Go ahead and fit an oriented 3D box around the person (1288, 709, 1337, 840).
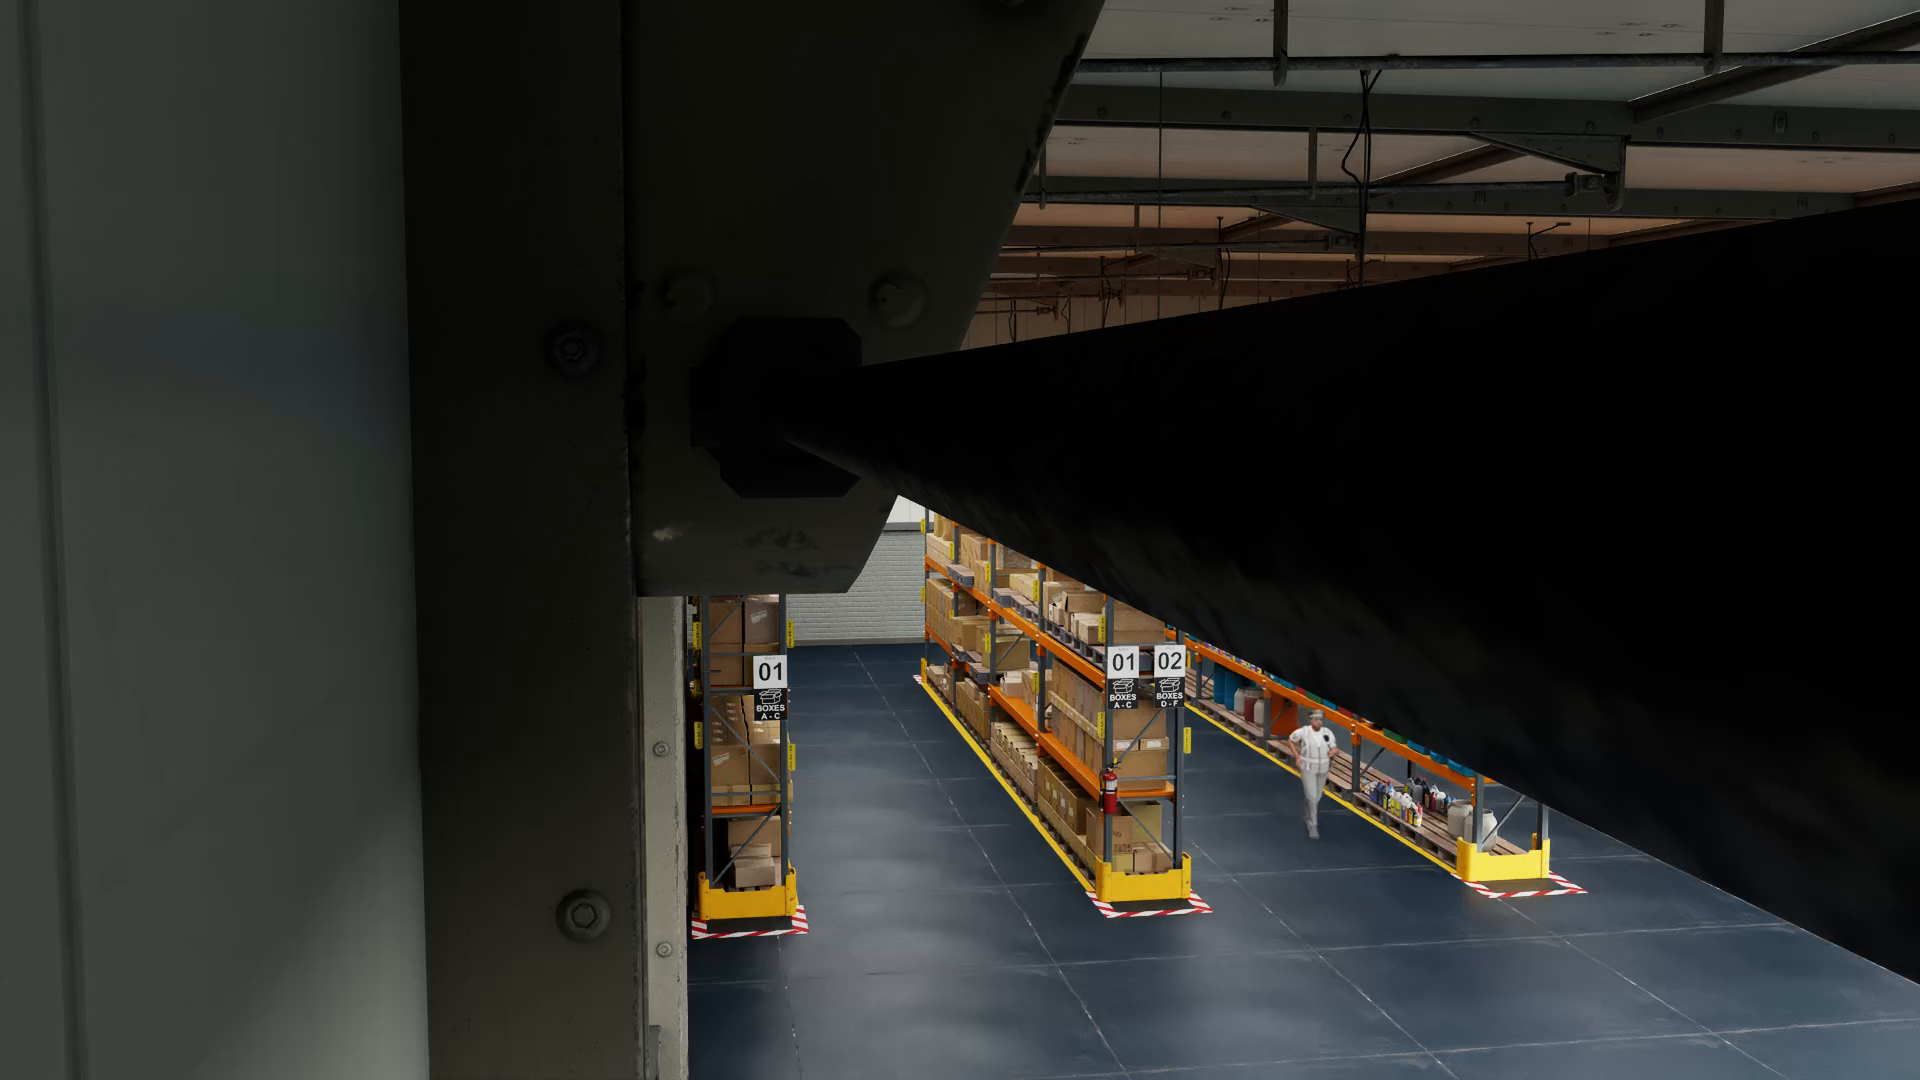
[{"bbox_3d":[5.117,3.337,24.021,0.648,1.844,0.851,-1,5,-11],"label":"person"}]
